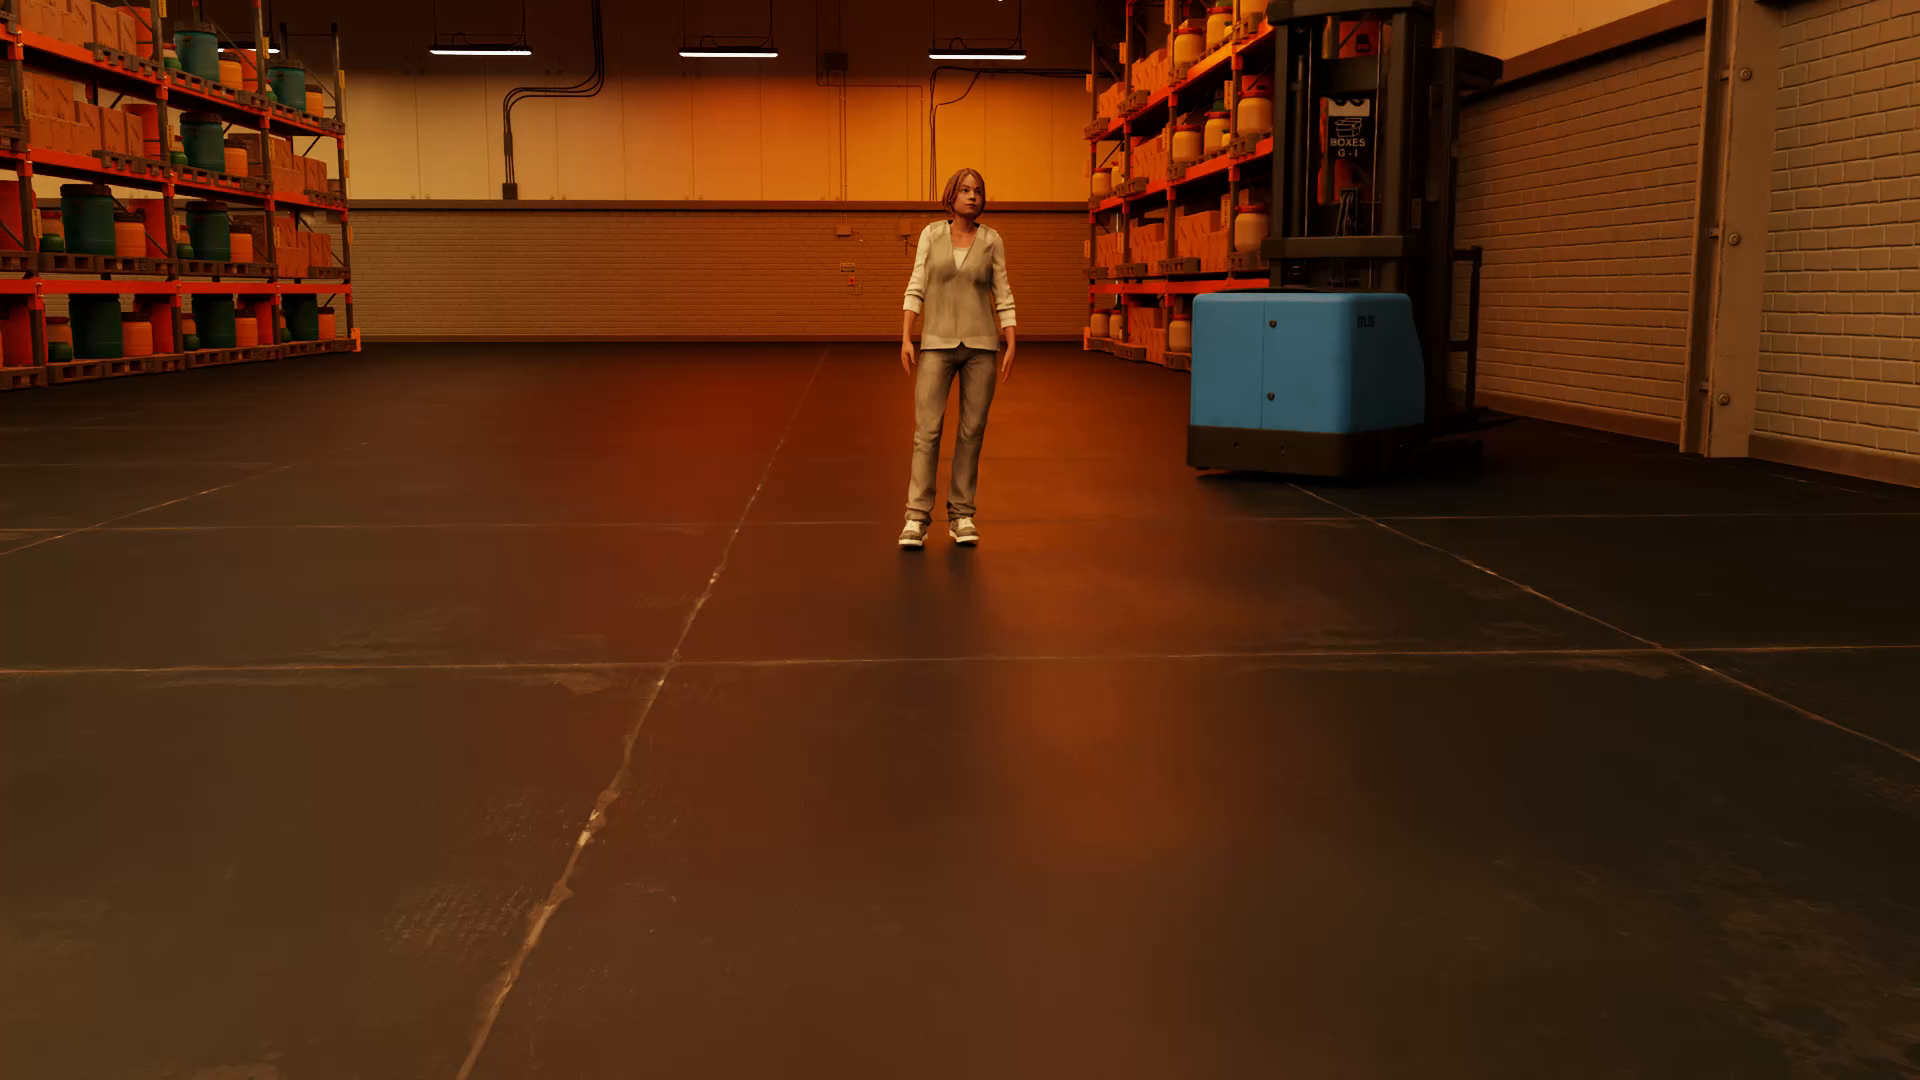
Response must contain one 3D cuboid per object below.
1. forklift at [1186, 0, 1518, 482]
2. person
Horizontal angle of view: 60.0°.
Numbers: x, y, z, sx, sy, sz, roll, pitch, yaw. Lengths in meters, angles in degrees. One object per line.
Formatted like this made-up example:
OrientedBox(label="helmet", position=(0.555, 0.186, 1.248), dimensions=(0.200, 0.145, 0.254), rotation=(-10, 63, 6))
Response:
OrientedBox(label="forklift", position=(2.652, -1.939, 10.391), dimensions=(1.130, 2.935, 3.031), rotation=(7, 11, 39))
OrientedBox(label="person", position=(-0.010, -0.787, 7.117), dimensions=(0.520, 1.599, 0.473), rotation=(-1, 8, -4))
